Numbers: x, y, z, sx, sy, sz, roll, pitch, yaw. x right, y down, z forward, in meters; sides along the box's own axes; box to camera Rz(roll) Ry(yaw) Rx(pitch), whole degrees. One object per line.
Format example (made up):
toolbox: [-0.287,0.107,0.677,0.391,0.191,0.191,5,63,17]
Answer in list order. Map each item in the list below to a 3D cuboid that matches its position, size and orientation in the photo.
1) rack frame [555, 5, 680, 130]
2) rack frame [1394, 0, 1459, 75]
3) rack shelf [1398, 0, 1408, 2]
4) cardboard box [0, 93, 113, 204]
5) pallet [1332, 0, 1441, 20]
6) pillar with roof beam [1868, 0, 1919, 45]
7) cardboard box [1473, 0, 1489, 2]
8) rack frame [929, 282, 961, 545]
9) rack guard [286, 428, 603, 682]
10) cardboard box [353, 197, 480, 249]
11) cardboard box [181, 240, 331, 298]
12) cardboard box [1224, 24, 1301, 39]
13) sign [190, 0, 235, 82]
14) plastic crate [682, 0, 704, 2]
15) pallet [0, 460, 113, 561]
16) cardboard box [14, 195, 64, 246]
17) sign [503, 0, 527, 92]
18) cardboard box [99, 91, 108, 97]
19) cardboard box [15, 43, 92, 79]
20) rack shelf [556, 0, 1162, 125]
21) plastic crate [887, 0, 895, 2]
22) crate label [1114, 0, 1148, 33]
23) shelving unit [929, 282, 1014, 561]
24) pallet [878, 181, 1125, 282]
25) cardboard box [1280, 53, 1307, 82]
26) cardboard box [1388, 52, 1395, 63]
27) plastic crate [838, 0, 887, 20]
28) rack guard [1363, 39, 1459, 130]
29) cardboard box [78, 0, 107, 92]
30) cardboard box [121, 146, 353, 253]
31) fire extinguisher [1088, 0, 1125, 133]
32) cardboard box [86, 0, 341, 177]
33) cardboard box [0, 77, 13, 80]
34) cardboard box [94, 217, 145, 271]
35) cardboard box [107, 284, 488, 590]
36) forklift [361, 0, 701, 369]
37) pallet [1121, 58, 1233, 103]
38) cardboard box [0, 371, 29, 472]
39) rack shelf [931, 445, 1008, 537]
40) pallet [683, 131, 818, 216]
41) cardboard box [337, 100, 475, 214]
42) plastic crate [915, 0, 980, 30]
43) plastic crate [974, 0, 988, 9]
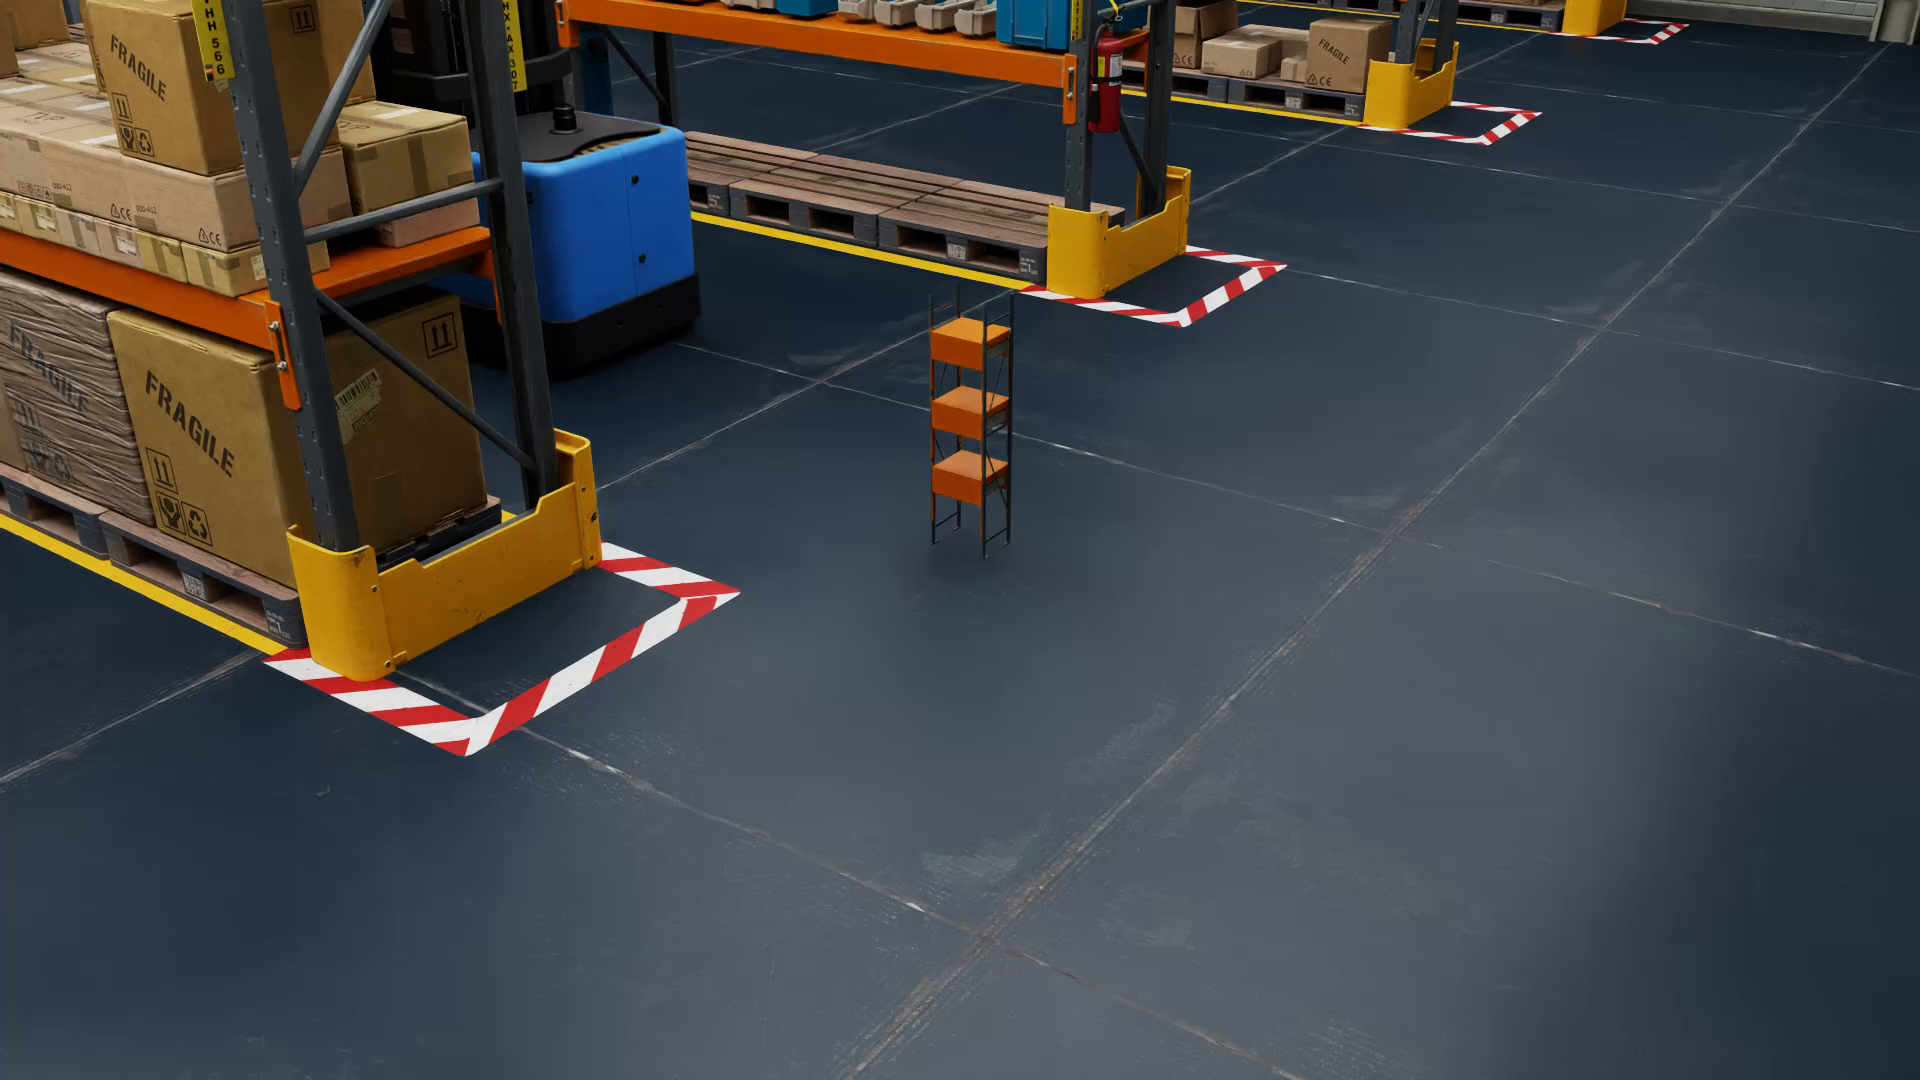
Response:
rack frame: [-2.379,-3.978,11.260,0.127,3.000,1.000,17,32,30]
rack frame: [3.726,-4.802,12.879,0.127,3.000,1.000,17,32,30]
rack shelf: [2.077,-4.995,14.051,4.000,0.370,1.077,17,32,30]
cardboard box: [-3.273,-1.452,6.132,0.500,0.250,0.500,16,31,29]
pallet: [4.823,-5.902,18.115,1.213,0.211,1.003,17,32,30]
pillar with roof beam: [6.806,-7.349,11.270,0.400,9.000,9.100,17,32,30]
cardboard box: [5.481,-5.999,17.524,0.500,0.500,0.700,17,32,30]
rack frame: [-0.056,-0.485,6.546,0.008,1.050,0.200,17,32,30]
rack guard: [-1.866,0.021,6.158,0.348,0.500,1.175,17,32,30]
cardboard box: [-1.992,-1.202,6.082,0.250,0.149,0.380,18,32,31]
cardboard box: [-2.366,-0.956,5.598,0.250,0.149,0.380,18,32,31]
cardboard box: [2.614,-4.275,14.390,0.500,0.250,0.500,17,32,30]
sign: [-2.204,-1.522,4.895,0.005,0.325,0.100,17,32,30]
plastic crate: [-1.785,-3.711,10.597,0.583,0.464,0.402,17,32,30]
pallet: [-3.591,-0.346,7.198,1.213,0.211,1.003,17,32,30]
cardboard box: [-3.208,-1.218,6.112,0.250,0.149,0.380,17,31,29]
sign: [-1.567,-1.727,5.794,0.005,0.325,0.100,17,32,30]
cardboard box: [-2.973,-1.651,6.524,0.500,0.250,0.500,16,31,29]
cardboard box: [-3.822,-1.914,7.042,0.500,0.250,0.500,18,32,31]
rack shelf: [-0.730,-3.144,10.414,4.000,0.370,1.077,17,32,30]
plastic crate: [-0.431,-3.505,10.449,0.300,0.233,0.416,17,32,30]
crate label: [0.901,-3.090,9.633,0.303,0.233,0.416,17,32,30]
shelving unit: [0.044,-0.454,6.485,0.252,1.050,0.215,17,32,30]
pallet: [0.261,-1.935,10.319,1.213,0.211,1.003,17,32,30]
cardboard box: [2.856,-3.921,13.786,0.250,0.166,0.380,17,32,30]
cardboard box: [3.575,-3.964,13.889,0.250,0.149,0.380,17,32,30]
plastic crate: [-0.585,-3.213,9.982,0.250,0.136,0.298,17,32,30]
rack guard: [3.663,-3.708,13.484,0.348,0.500,1.175,17,32,30]
cardboard box: [-2.971,-1.983,6.350,0.500,0.500,0.500,16,31,29]
cardboard box: [-2.435,-1.190,5.619,0.500,0.250,0.500,17,31,30]
fire extinguisher: [0.786,-2.542,8.934,0.183,0.674,0.296,17,32,30]
cardboard box: [-2.436,-1.526,5.453,0.500,0.500,0.500,18,32,31]
cardboard box: [-4.107,-1.713,6.647,0.500,0.250,0.500,18,32,32]
cardboard box: [-2.788,-1.087,5.856,0.250,0.149,0.380,17,32,30]
cardboard box: [-2.459,-0.474,6.254,0.875,0.875,0.875,17,32,30]
forklift: [-2.913,-2.651,8.728,3.031,2.935,1.130,17,31,29]
pallet: [2.004,-4.097,14.568,1.213,0.211,1.003,17,32,30]
cardboard box: [-3.942,-0.936,7.162,0.875,0.875,0.875,17,32,30]
rack shelf: [0.044,-0.197,6.616,0.240,0.259,0.215,17,32,30]
pallet: [-1.751,-2.561,11.550,1.213,0.211,1.003,17,32,30]
cardboard box: [-2.129,-1.389,6.010,0.500,0.250,0.500,16,31,29]
plastic crate: [-0.087,-3.082,9.723,0.243,0.136,0.396,17,32,30]
plastic crate: [0.125,-3.334,10.220,0.298,0.136,0.250,17,32,30]
